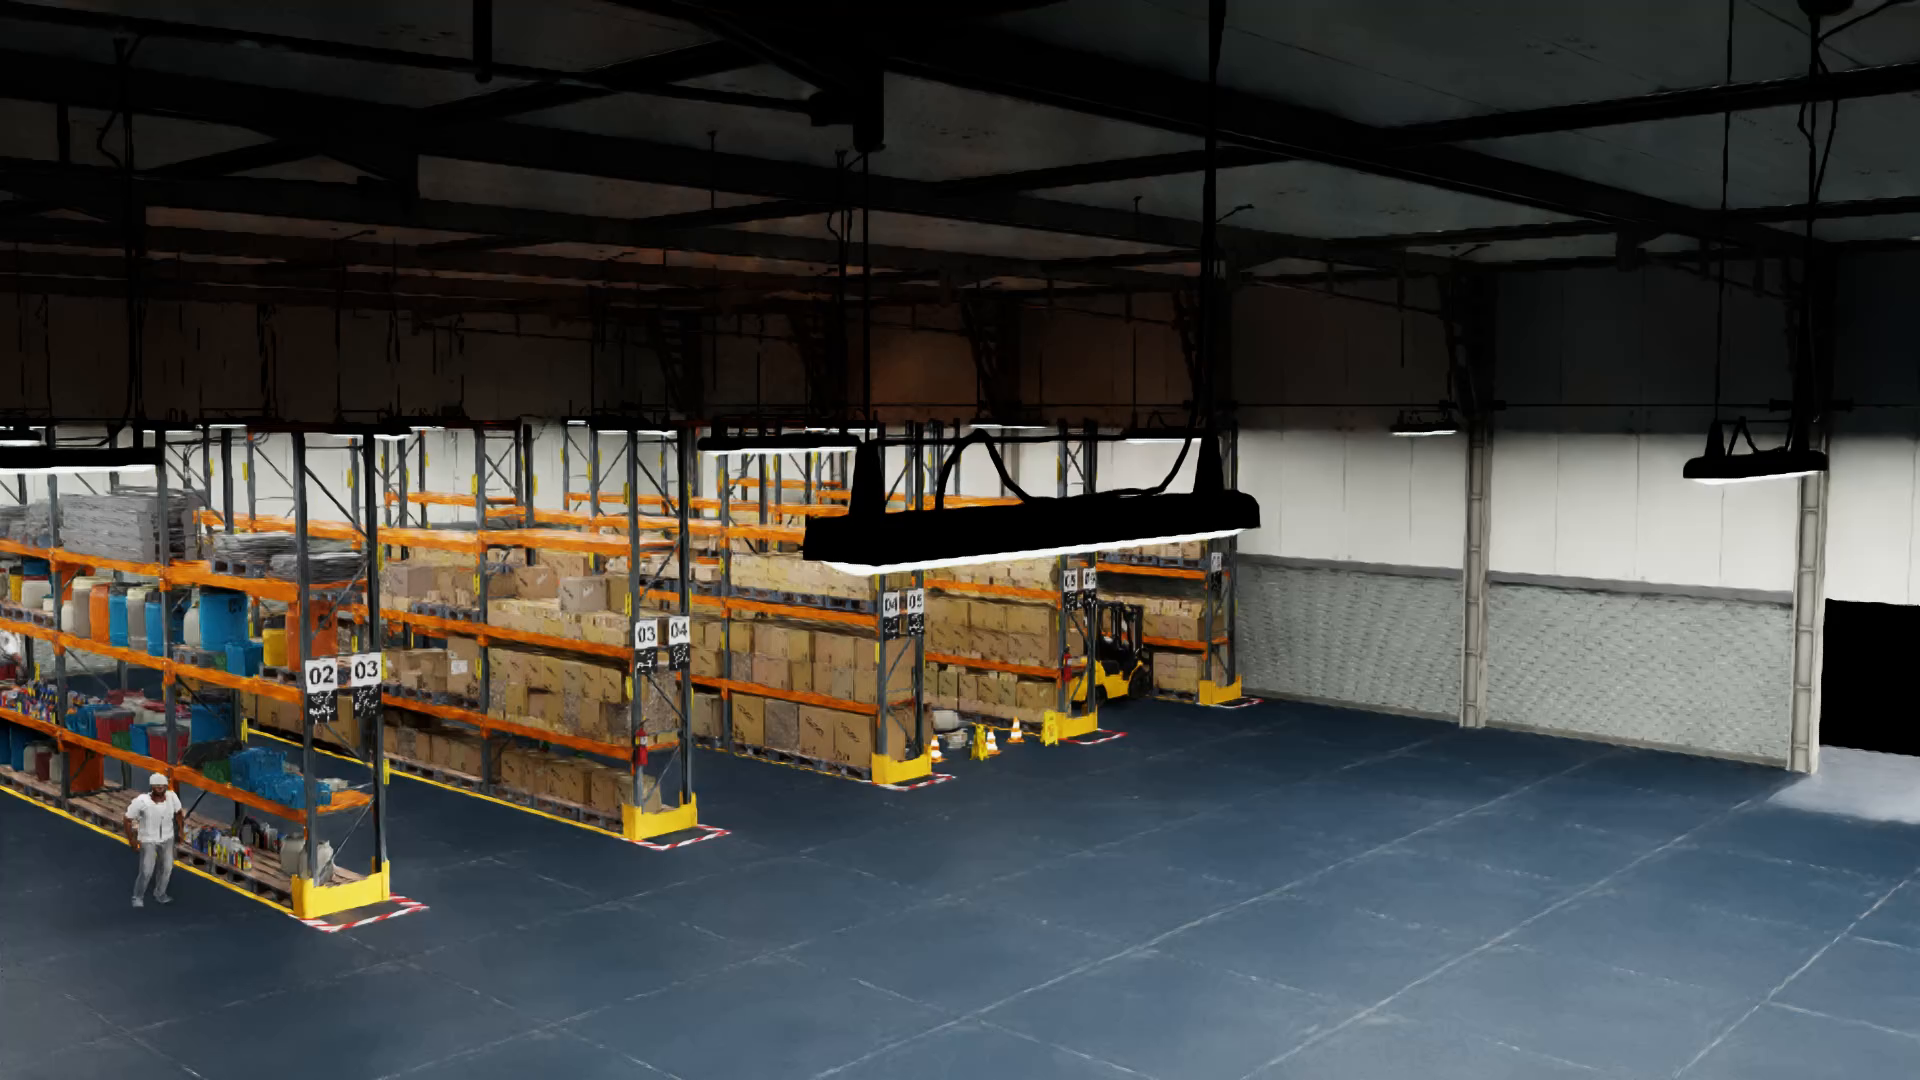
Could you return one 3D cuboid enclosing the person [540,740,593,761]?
[{"bbox_3d":[-6.951,3.090,29.040,0.838,1.716,0.686,2,5,26],"label":"person"}]

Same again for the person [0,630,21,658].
[{"bbox_3d":[-20.463,2.541,35.690,0.570,1.762,0.576,0,5,6],"label":"person"}]

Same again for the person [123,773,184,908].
[{"bbox_3d":[-10.142,3.769,20.959,0.578,1.713,0.719,4,6,40],"label":"person"}]

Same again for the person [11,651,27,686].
[{"bbox_3d":[-17.650,2.924,31.114,1.170,1.691,0.607,3,6,33],"label":"person"}]
